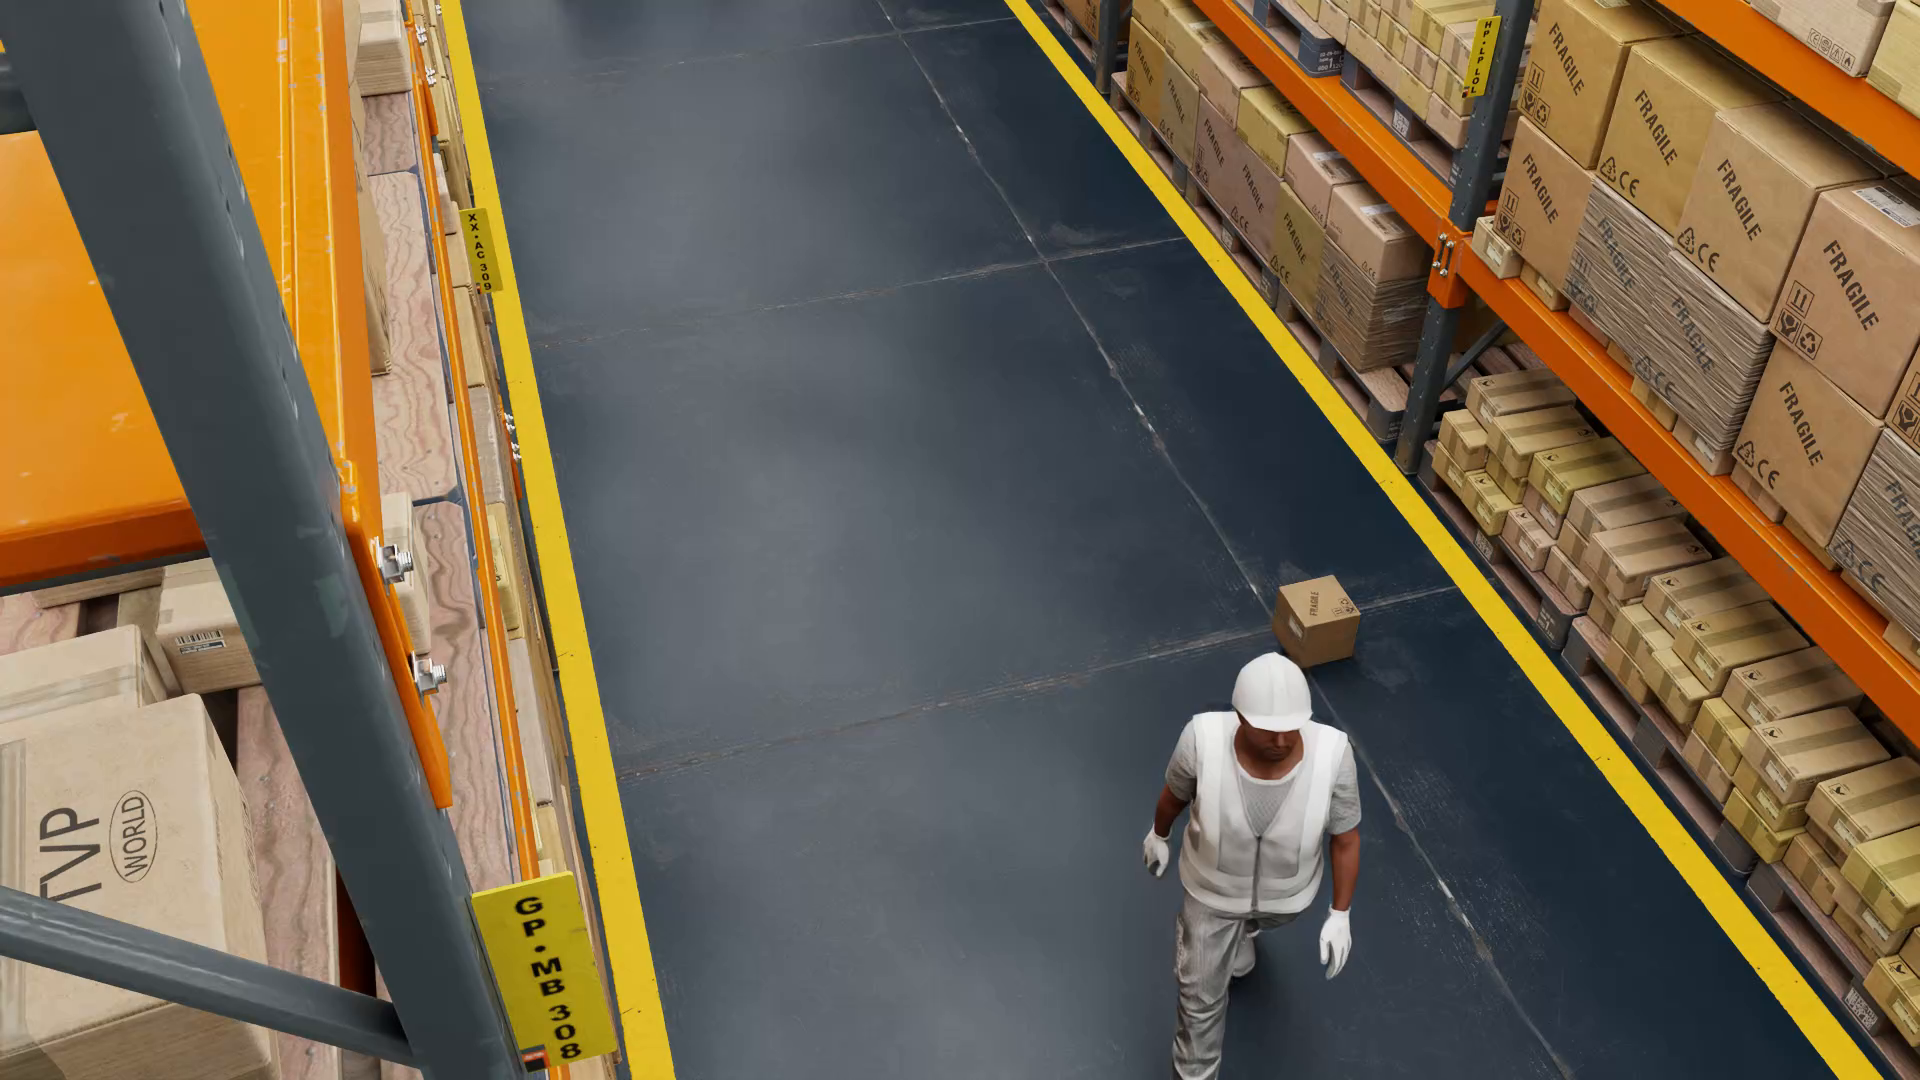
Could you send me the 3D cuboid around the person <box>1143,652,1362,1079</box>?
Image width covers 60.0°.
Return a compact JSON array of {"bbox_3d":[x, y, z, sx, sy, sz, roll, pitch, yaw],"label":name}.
[{"bbox_3d":[0.865,1.050,4.968,0.597,1.726,1.083,1,42,1],"label":"person"}]
